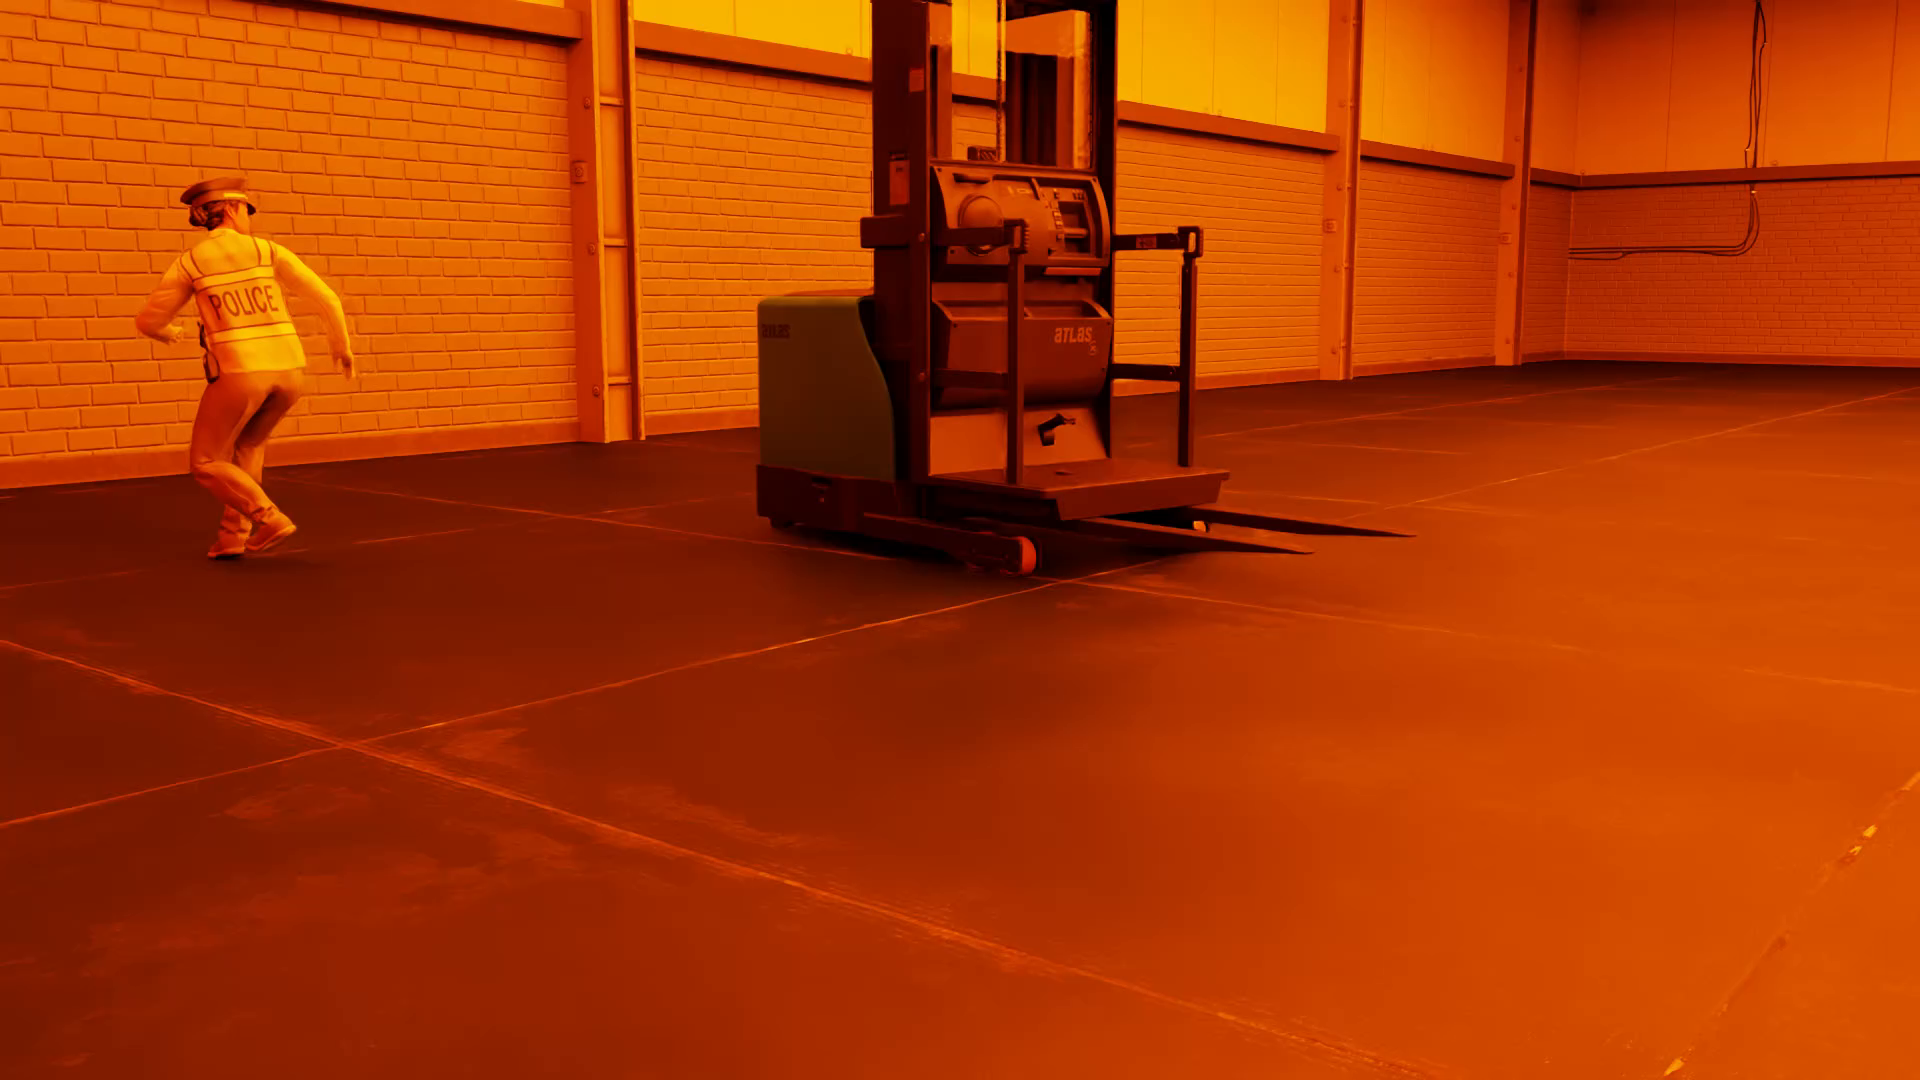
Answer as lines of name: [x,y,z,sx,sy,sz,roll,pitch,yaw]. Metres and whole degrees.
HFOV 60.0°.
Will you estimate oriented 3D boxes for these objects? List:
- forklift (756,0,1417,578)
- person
forklift: [0.406,-1.384,6.741,1.130,2.935,3.031,-7,11,-41]
person: [-2.903,-0.692,6.820,0.814,1.552,0.797,-8,11,-42]
